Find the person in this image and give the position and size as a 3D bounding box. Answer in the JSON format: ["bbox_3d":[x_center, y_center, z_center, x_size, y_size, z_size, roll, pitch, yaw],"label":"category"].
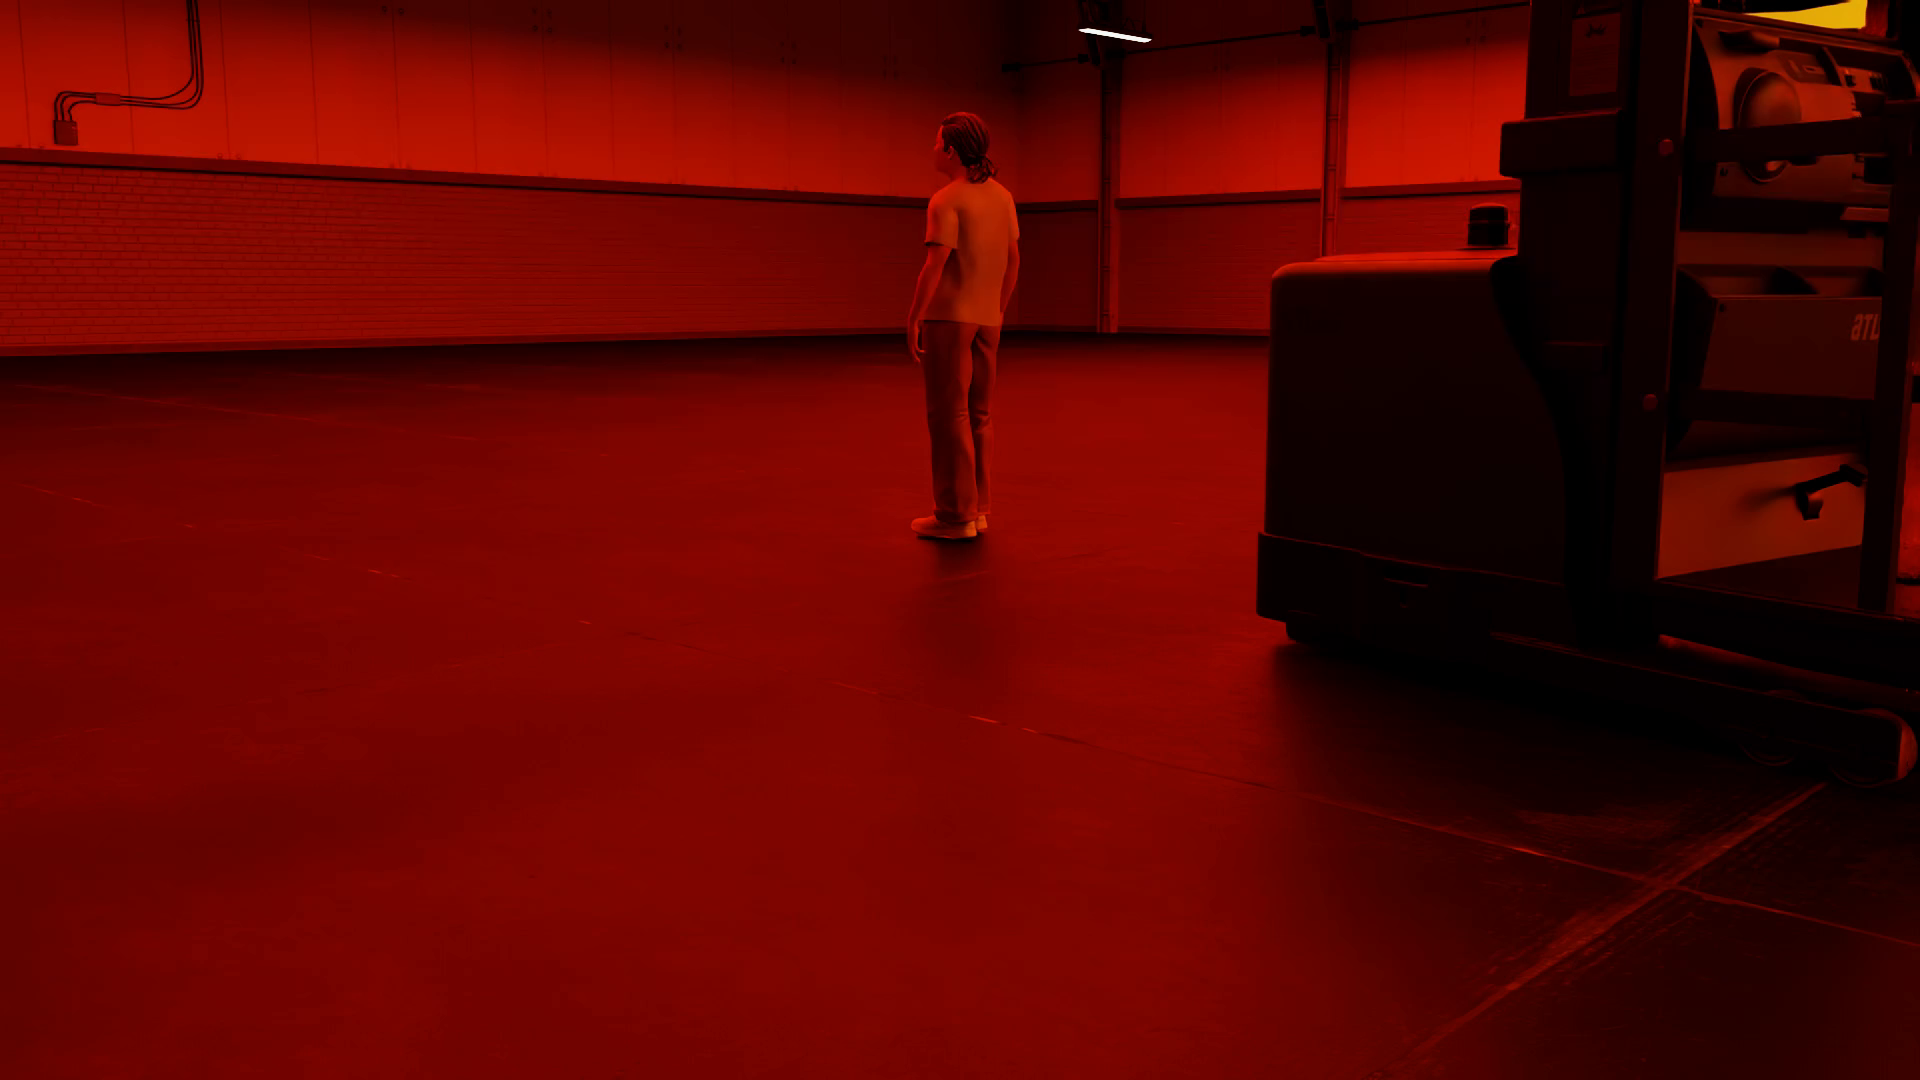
[{"bbox_3d":[-0.045,-0.845,6.651,0.548,1.673,0.553,8,12,43],"label":"person"}]

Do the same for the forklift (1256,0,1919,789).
[{"bbox_3d":[2.105,-1.025,3.683,1.130,2.935,3.031,-6,10,-34],"label":"forklift"}]
